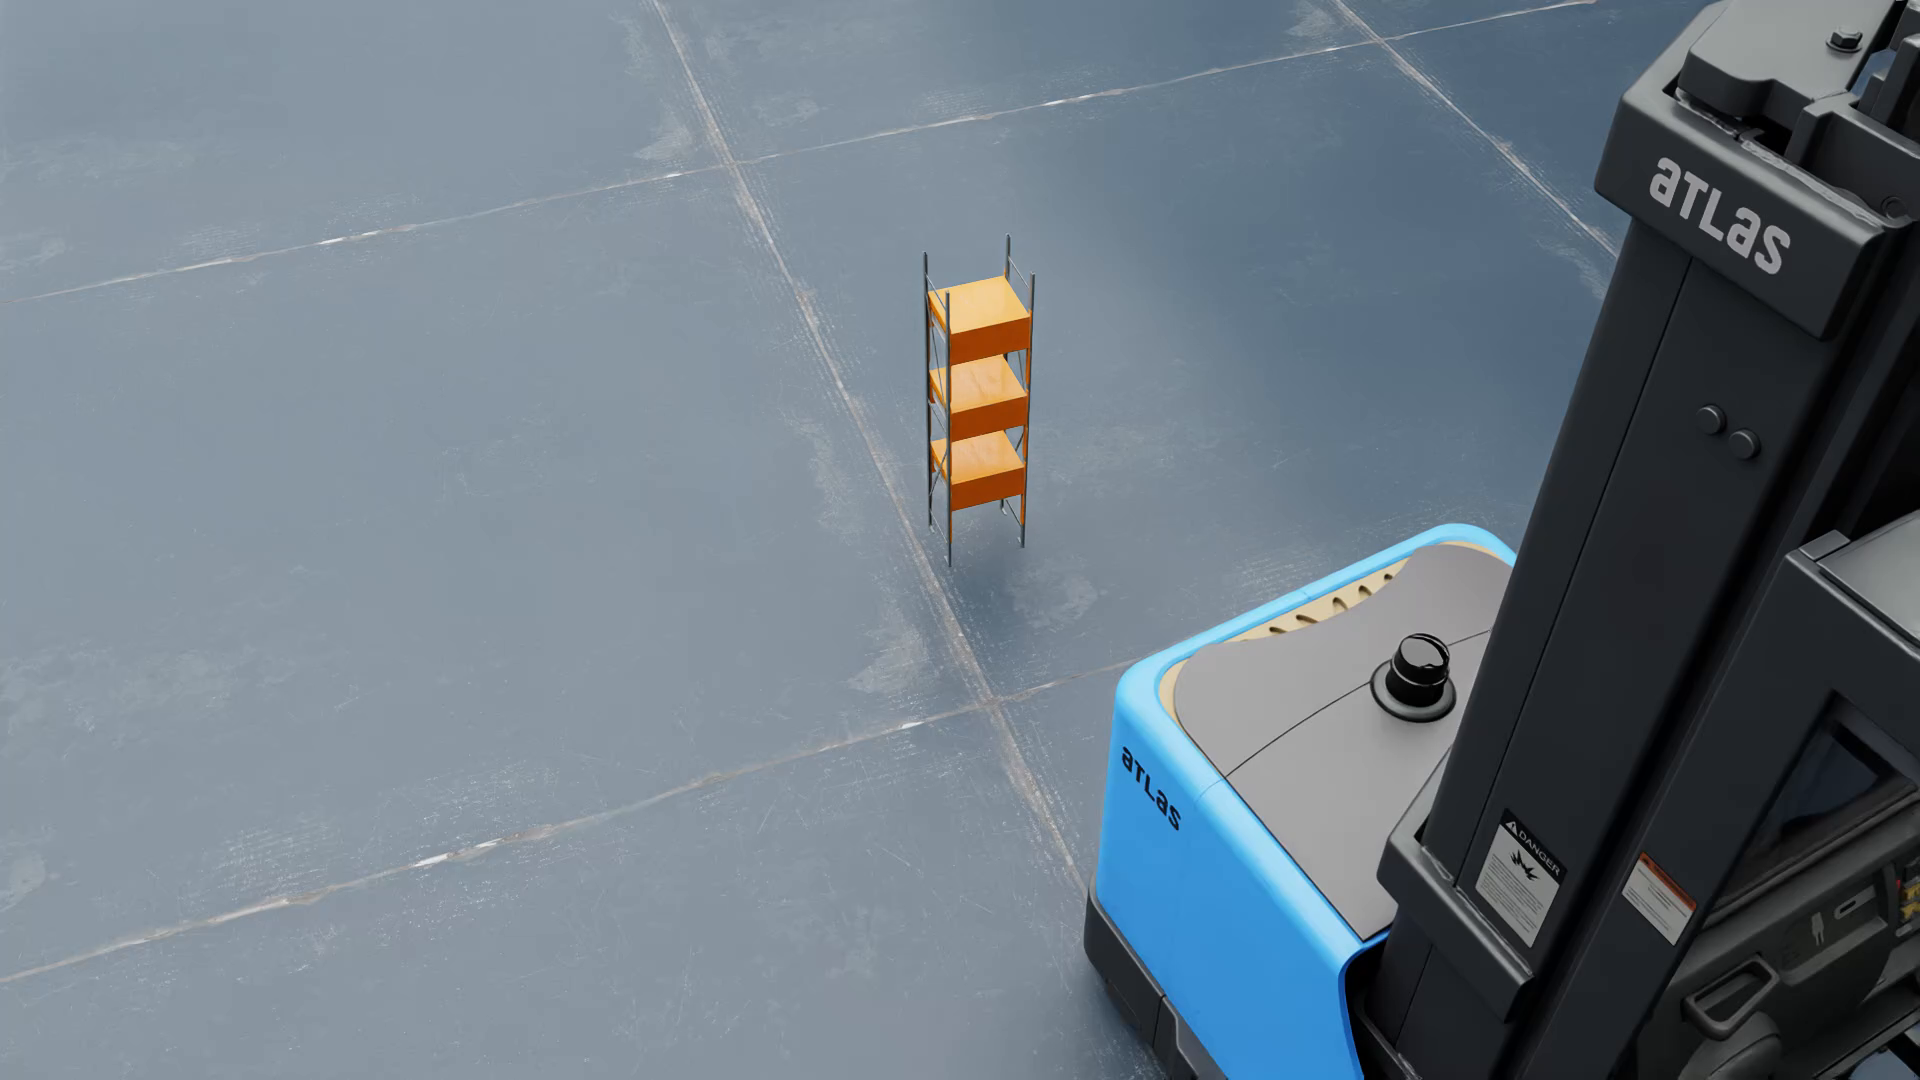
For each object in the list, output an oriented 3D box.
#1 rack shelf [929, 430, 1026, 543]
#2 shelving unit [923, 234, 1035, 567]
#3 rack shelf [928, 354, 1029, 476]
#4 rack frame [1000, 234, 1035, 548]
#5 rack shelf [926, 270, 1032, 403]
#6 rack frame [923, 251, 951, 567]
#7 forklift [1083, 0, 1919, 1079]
[{"bbox_3d":[0.050,-0.180,5.095,0.240,0.259,0.215,-14,47,-14],"label":"rack shelf"},{"bbox_3d":[0.050,-0.383,4.891,0.252,1.050,0.215,-14,47,-14],"label":"shelving unit"},{"bbox_3d":[0.050,-0.376,4.898,0.240,0.259,0.215,-14,47,-14],"label":"rack shelf"},{"bbox_3d":[0.165,-0.413,4.920,0.008,1.050,0.200,-14,47,-14],"label":"rack frame"},{"bbox_3d":[0.050,-0.576,4.697,0.240,0.259,0.215,-14,47,-14],"label":"rack shelf"},{"bbox_3d":[-0.064,-0.354,4.862,0.008,1.050,0.200,-14,47,-14],"label":"rack frame"},{"bbox_3d":[1.476,0.738,2.445,1.130,2.935,3.031,-22,49,-21],"label":"forklift"}]
